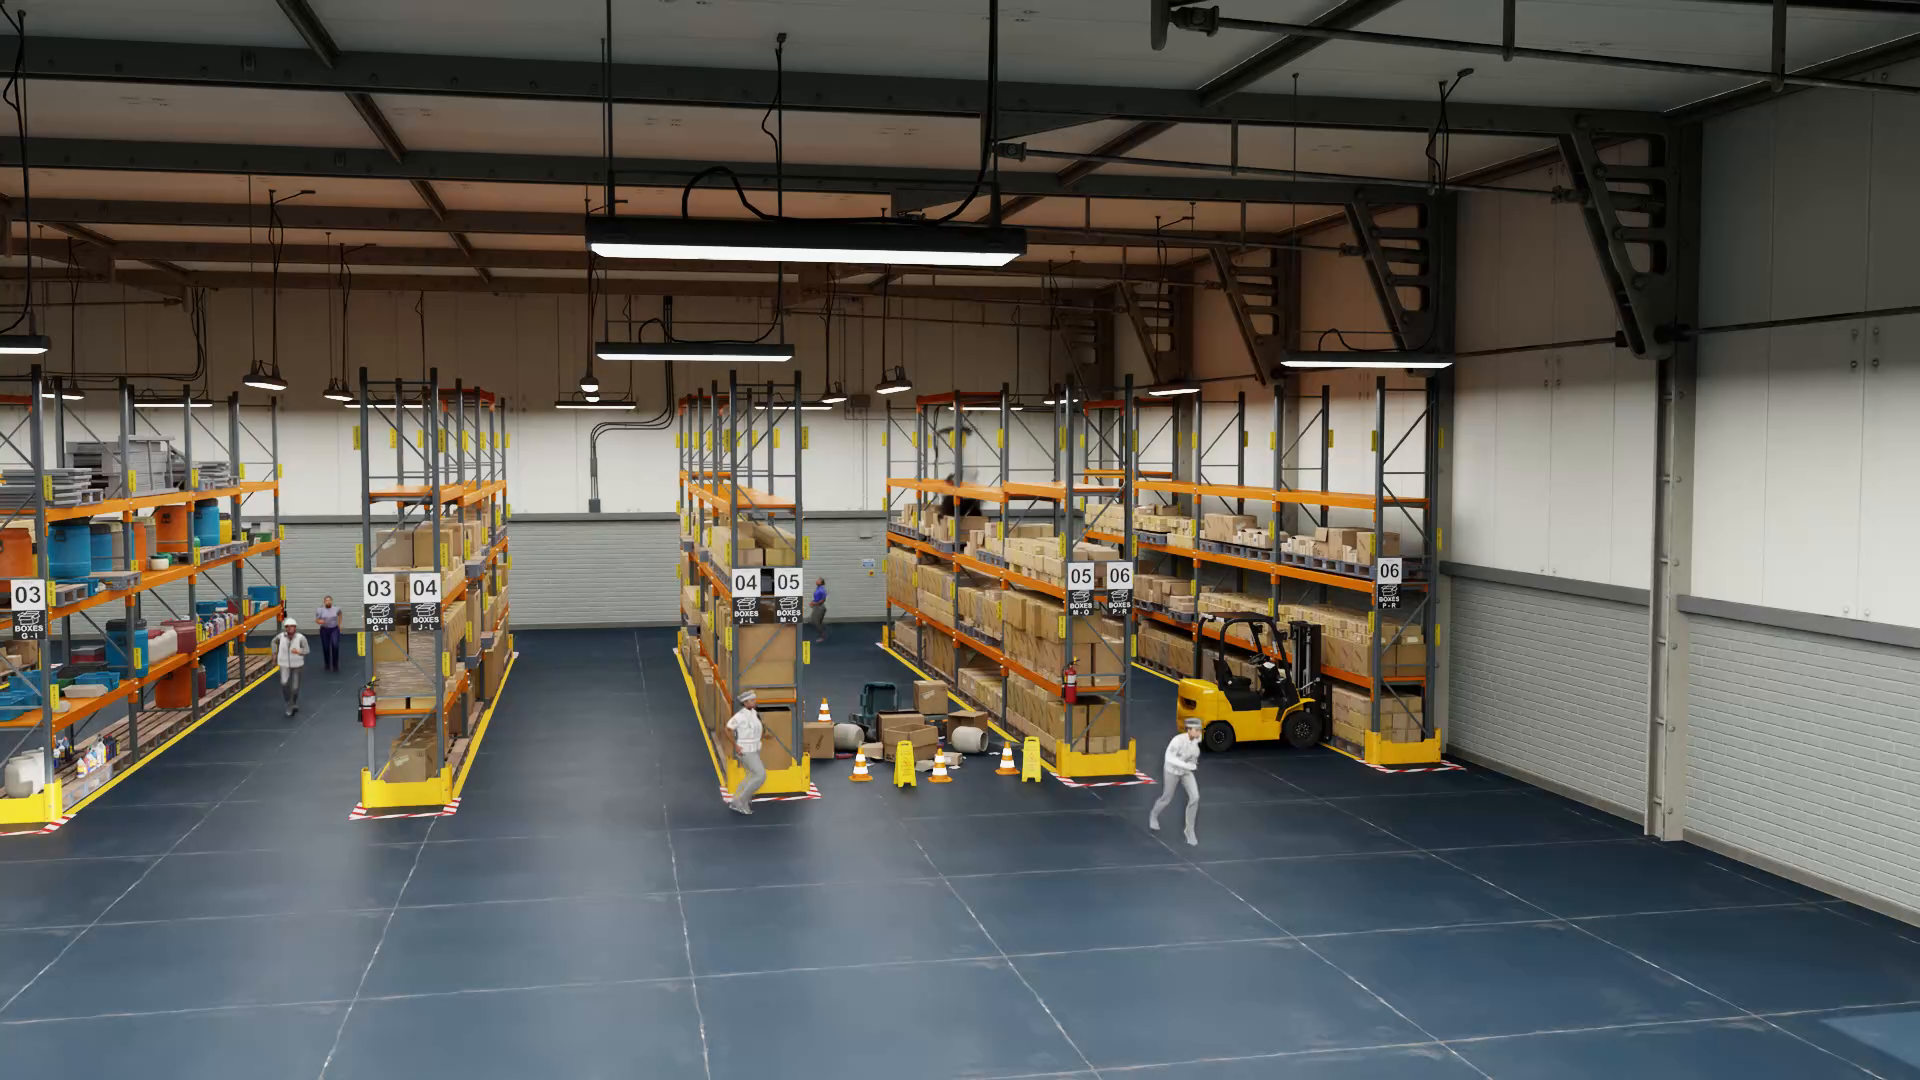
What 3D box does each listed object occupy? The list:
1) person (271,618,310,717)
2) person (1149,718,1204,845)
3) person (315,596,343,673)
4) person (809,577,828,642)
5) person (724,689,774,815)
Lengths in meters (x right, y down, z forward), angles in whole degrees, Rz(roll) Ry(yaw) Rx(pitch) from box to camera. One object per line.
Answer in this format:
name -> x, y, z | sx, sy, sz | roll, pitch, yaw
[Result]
person -> -12.233, 2.315, 30.391 | 0.681, 1.793, 0.831 | -1, 4, -16
person -> 2.729, 2.993, 20.962 | 0.657, 1.623, 0.959 | -2, 4, -33
person -> -13.694, 2.057, 36.092 | 0.545, 1.675, 0.808 | -1, 4, -17
person -> -3.530, 1.733, 41.488 | 0.553, 1.617, 0.570 | -1, 4, -23
person -> -2.796, 2.832, 22.253 | 0.642, 1.674, 0.554 | 1, 4, 16
